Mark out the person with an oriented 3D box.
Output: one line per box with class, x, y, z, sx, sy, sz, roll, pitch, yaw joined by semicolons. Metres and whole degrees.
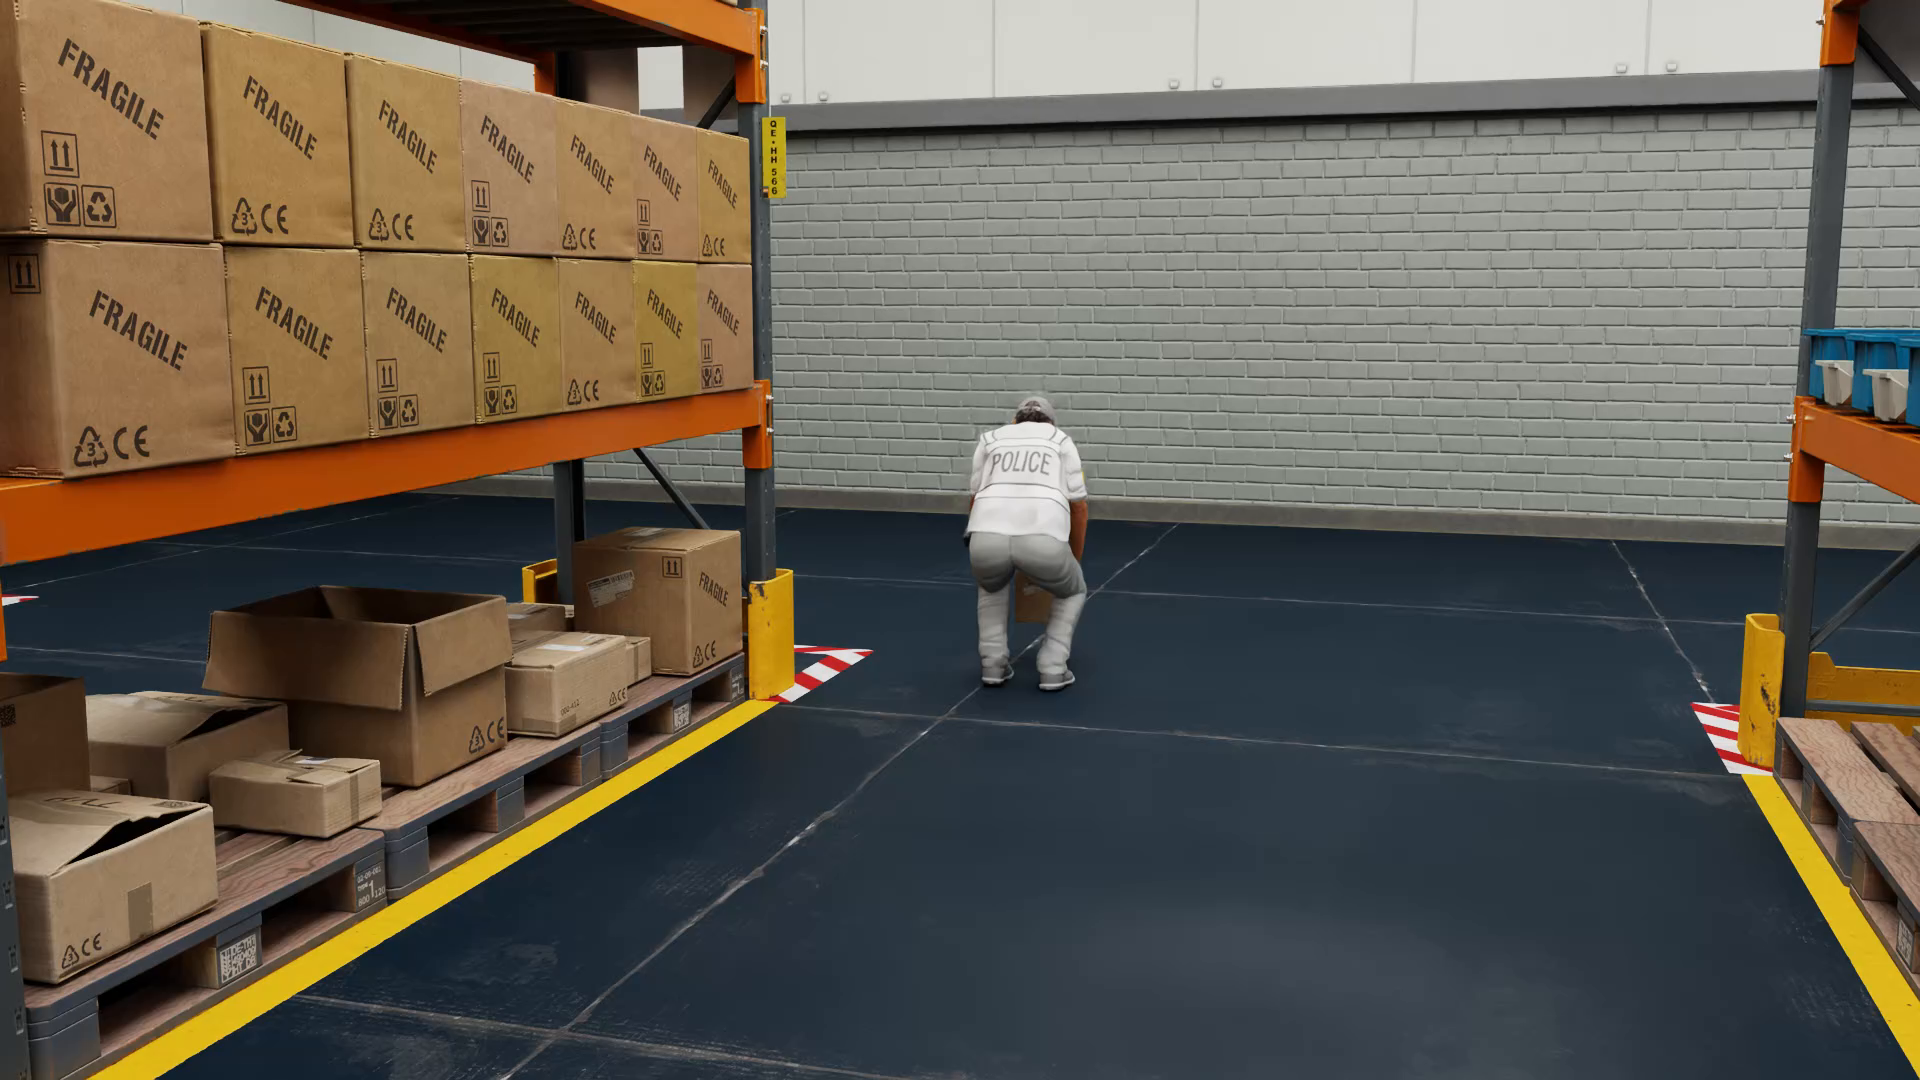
person;0.270;0.010;7.242;0.540;1.239;0.794;2;9;16
